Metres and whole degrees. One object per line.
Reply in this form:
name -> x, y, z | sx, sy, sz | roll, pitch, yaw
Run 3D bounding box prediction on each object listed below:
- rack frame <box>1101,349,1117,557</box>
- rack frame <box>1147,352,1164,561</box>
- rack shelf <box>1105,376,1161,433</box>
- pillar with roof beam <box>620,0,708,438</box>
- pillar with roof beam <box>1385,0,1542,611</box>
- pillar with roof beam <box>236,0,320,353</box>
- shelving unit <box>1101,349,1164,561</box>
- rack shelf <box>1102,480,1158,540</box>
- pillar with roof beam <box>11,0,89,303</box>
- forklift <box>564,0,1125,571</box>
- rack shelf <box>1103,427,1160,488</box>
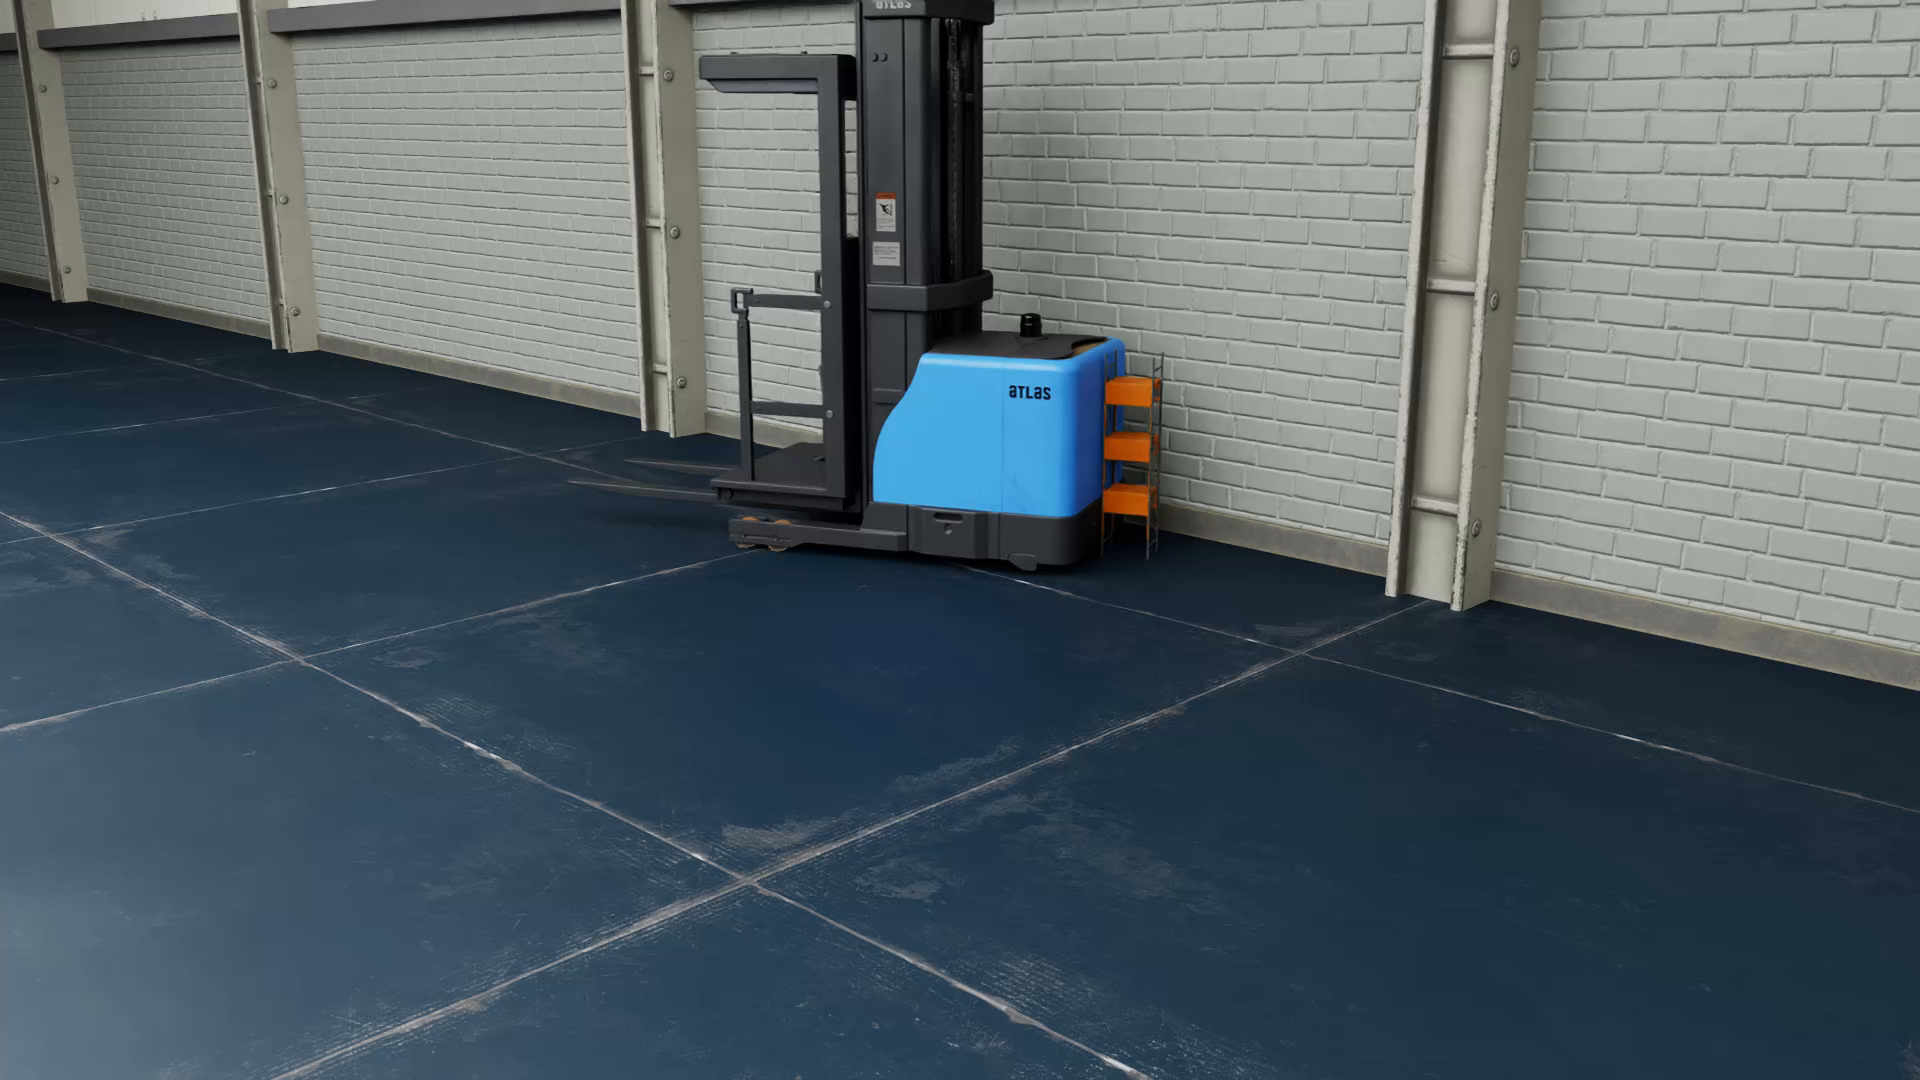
rack frame -> 0.767, -0.445, 8.559 | 0.008, 1.050, 0.200 | 5, 16, 20
rack frame -> 0.995, -0.424, 8.476 | 0.008, 1.050, 0.200 | 5, 16, 20
rack shelf -> 0.881, -0.699, 8.449 | 0.240, 0.259, 0.215 | 5, 16, 20
pillar with roof beam -> -5.033, -4.356, 7.802 | 0.400, 9.000, 9.100 | 14, 20, 42
pillar with roof beam -> -0.714, -3.306, 3.772 | 0.400, 9.000, 9.100 | 14, 20, 42
pillar with roof beam -> -9.353, -5.406, 11.832 | 0.400, 9.000, 9.100 | 14, 20, 42
shelving unit -> 0.881, -0.435, 8.518 | 0.252, 1.050, 0.215 | 5, 16, 20
rack shelf -> 0.881, -0.155, 8.590 | 0.240, 0.259, 0.215 | 5, 16, 20
pillar with roof beam -> -13.672, -6.456, 15.862 | 0.400, 9.000, 9.100 | 14, 20, 42
forklift -> -0.684, -1.474, 8.776 | 3.031, 2.935, 1.130 | 5, 16, 20
rack shelf -> 0.881, -0.424, 8.520 | 0.240, 0.259, 0.215 | 5, 16, 20
